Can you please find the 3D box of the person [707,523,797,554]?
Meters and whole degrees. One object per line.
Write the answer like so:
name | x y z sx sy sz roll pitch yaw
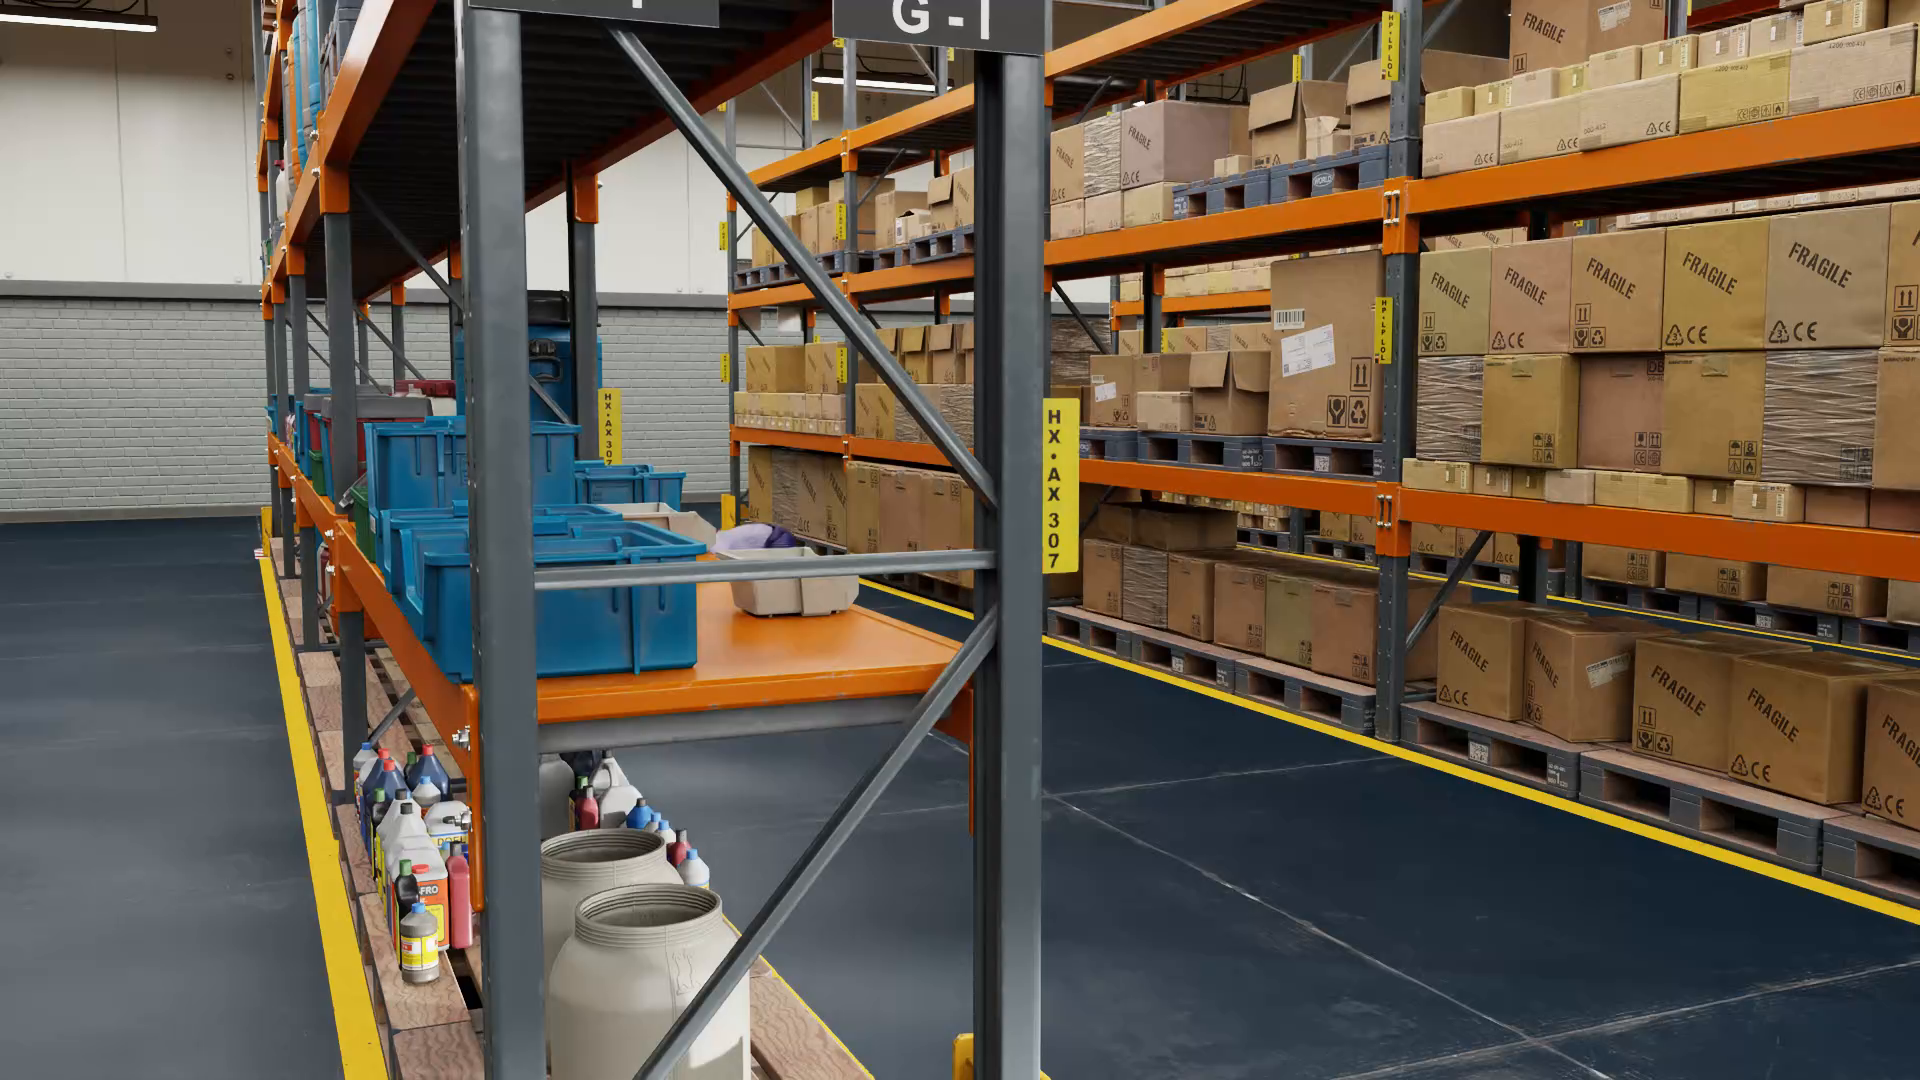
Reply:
person | -1.593 0.312 11.706 0.900 0.821 0.514 -3 6 -26
